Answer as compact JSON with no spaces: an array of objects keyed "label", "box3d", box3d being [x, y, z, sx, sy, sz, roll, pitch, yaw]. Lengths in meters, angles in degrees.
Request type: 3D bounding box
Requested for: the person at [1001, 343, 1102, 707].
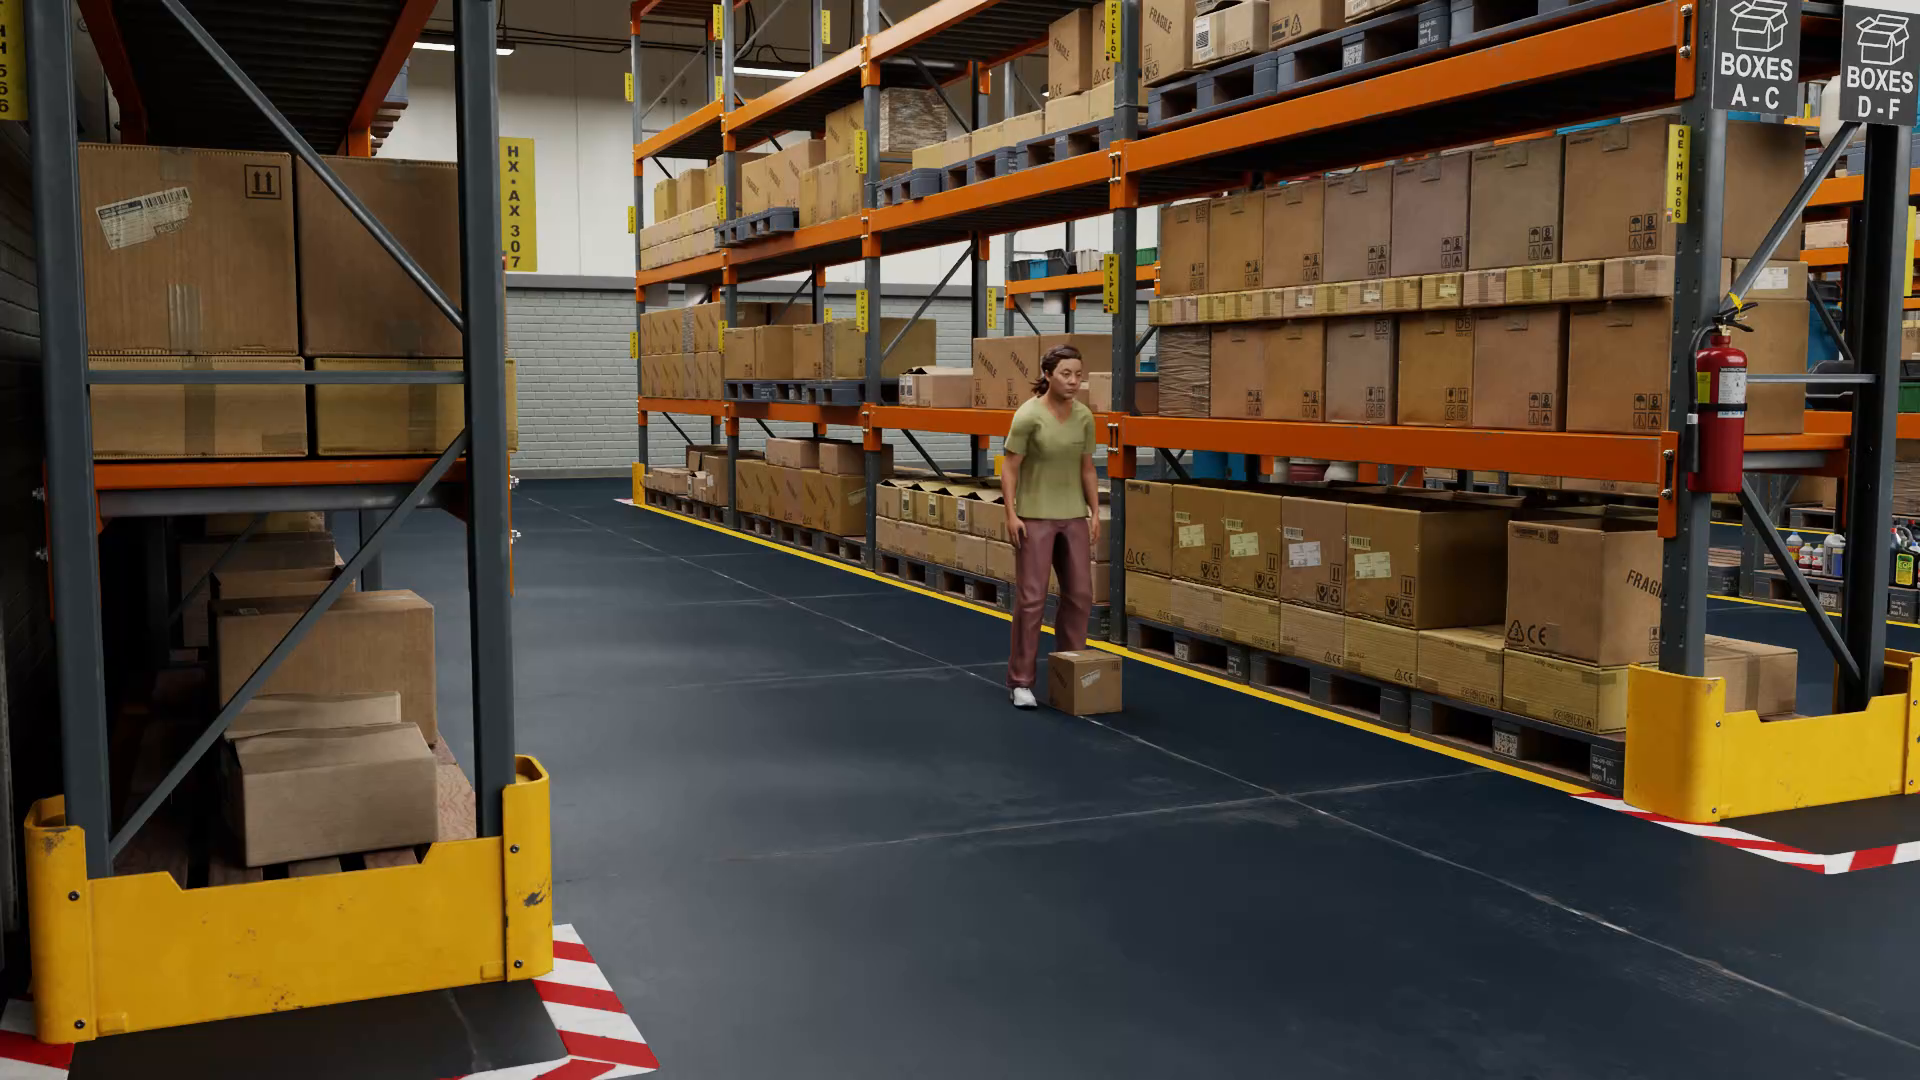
[{"label":"person","box3d":[0.442,-0.077,7.768,0.499,1.673,0.360,-2,6,-24]}]
